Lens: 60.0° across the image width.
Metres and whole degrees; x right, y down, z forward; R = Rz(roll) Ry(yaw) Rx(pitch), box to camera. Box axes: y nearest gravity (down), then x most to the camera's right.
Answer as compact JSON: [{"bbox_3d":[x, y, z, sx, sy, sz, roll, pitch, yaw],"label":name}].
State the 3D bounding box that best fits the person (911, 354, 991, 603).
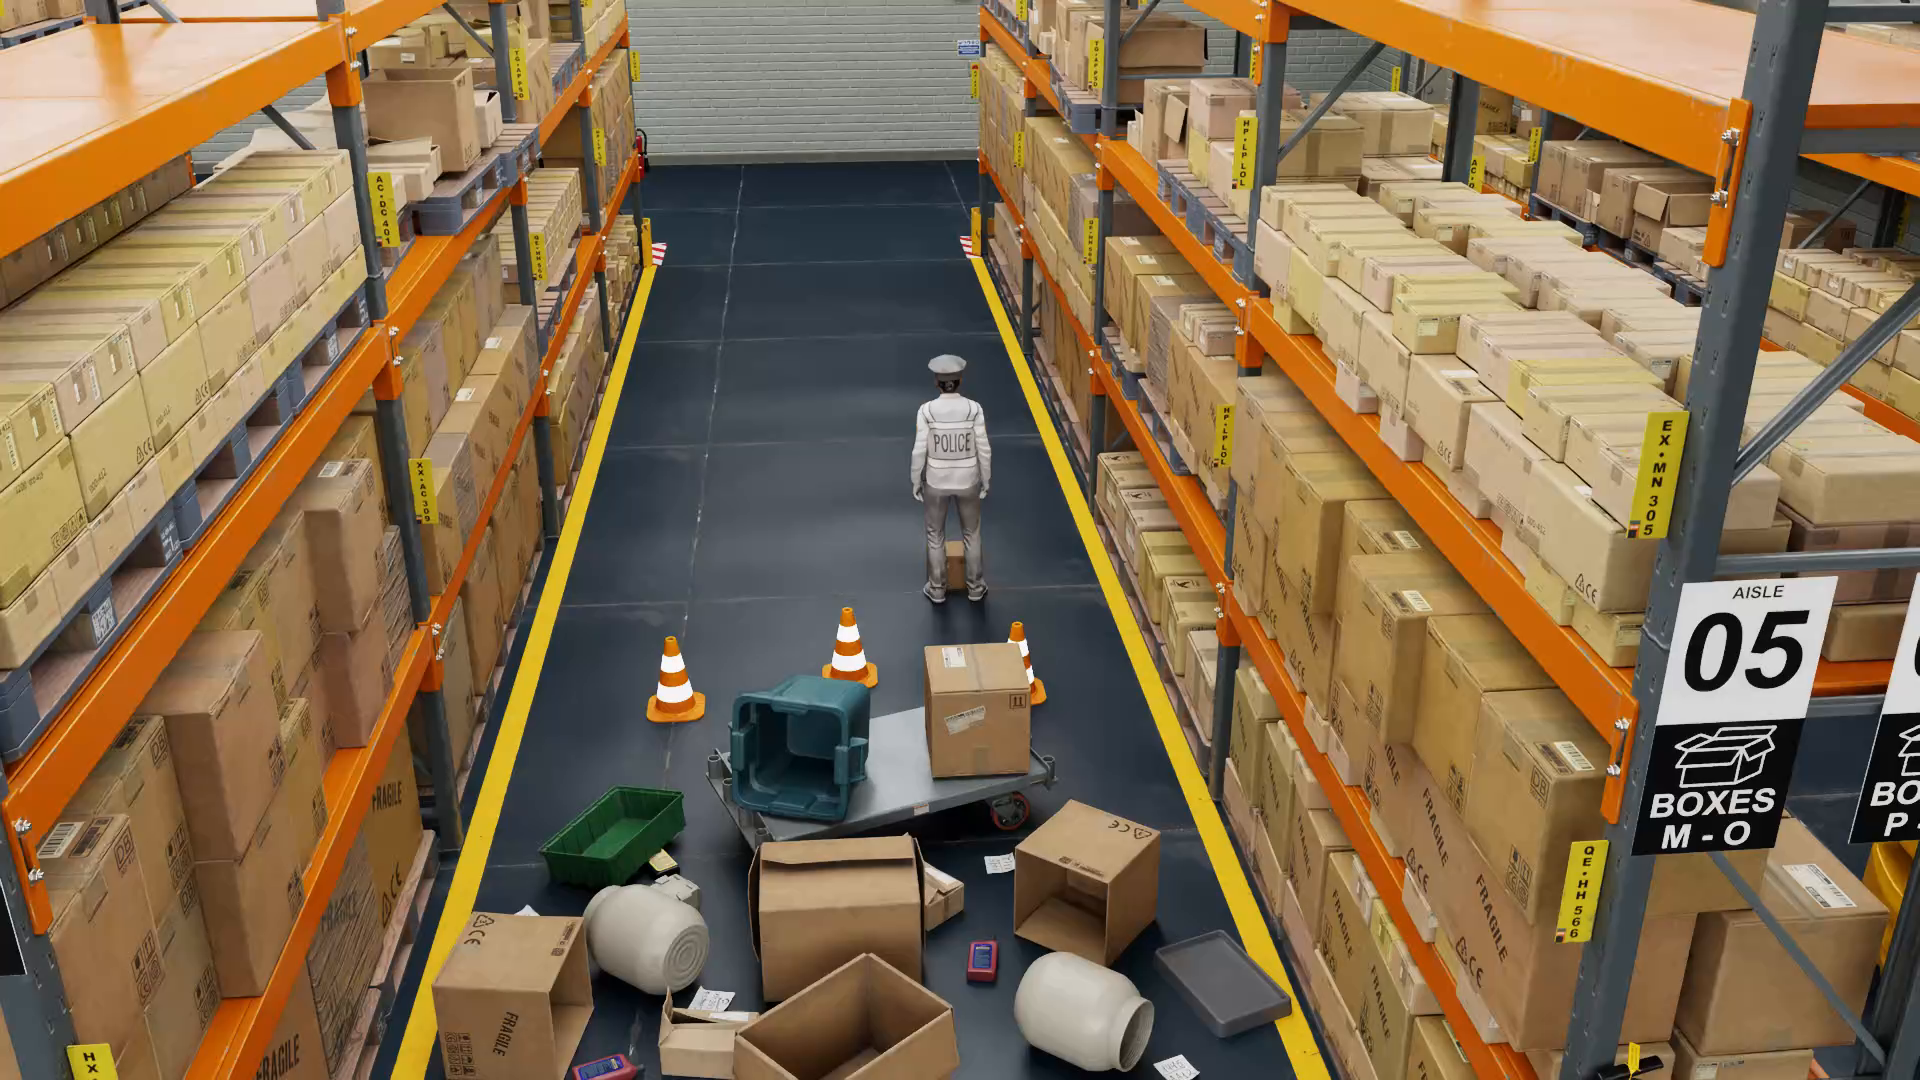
[{"bbox_3d":[-0.058,-0.375,10.943,0.529,1.664,0.371,-2,24,-5],"label":"person"}]
